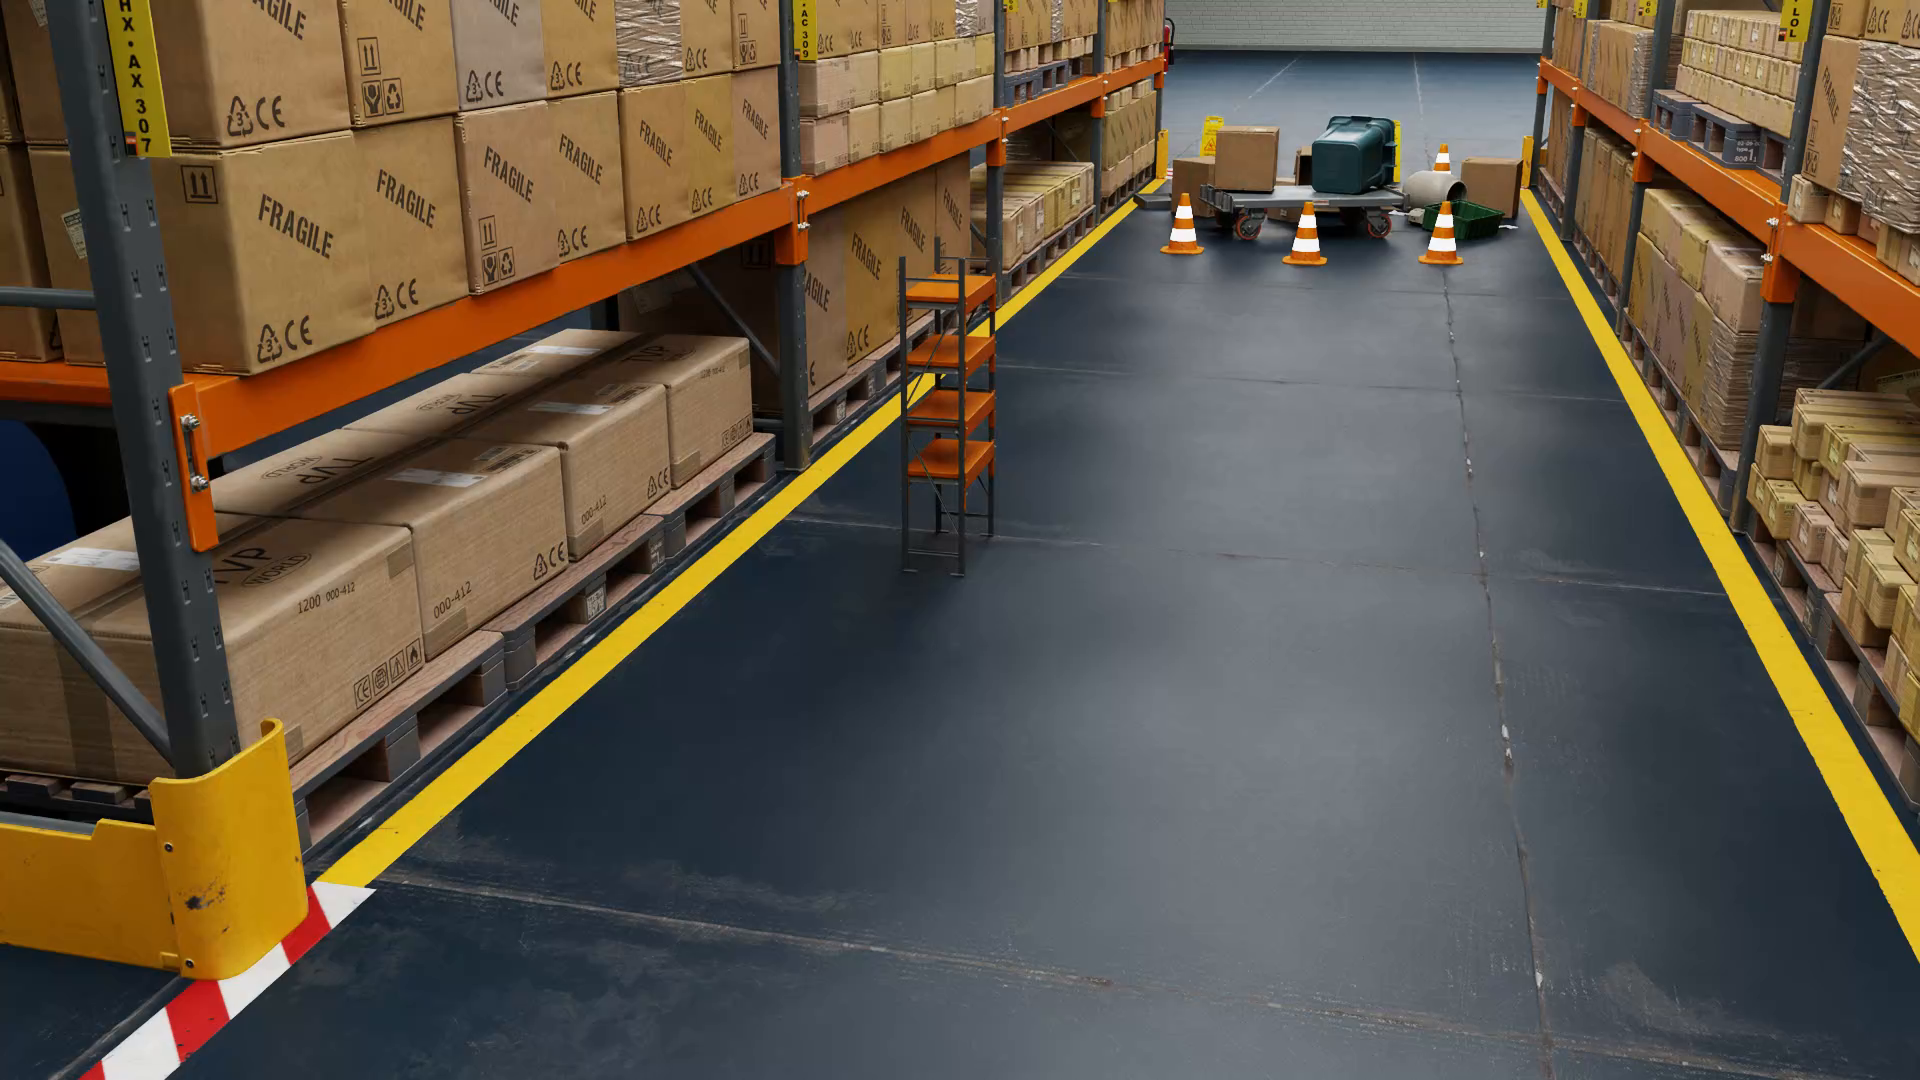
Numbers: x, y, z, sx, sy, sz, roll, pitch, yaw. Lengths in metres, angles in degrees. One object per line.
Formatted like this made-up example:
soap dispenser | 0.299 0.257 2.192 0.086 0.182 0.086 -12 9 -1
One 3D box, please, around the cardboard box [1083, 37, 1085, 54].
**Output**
cardboard box | 0.826 -4.100 13.790 0.380 0.149 0.250 4 19 12

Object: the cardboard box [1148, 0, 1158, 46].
cardboard box | 1.751 -5.378 17.178 0.500 0.500 0.500 5 19 14

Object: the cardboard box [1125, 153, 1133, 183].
cardboard box | 1.418 -3.681 16.427 0.500 0.250 0.500 4 19 13

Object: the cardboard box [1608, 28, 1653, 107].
cardboard box | 4.708 -3.194 11.245 0.500 0.500 0.500 4 19 12

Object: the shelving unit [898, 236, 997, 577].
shelving unit | -0.040 -0.516 6.342 0.258 1.200 0.503 5 19 13

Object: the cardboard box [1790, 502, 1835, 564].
cardboard box | 3.160 -0.014 5.847 0.380 0.149 0.250 5 19 13

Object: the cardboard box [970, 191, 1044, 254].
cardboard box | 0.109 -2.395 12.473 0.950 0.372 0.625 4 19 12

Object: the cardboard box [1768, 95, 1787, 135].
cardboard box | 3.667 -1.797 7.048 0.380 0.149 0.250 5 19 13

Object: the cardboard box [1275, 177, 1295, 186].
cardboard box | 3.382 -3.619 17.054 0.380 0.149 0.250 17 25 41

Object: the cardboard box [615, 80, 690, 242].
cardboard box | -1.283 -1.339 5.811 0.500 0.500 0.500 4 19 13

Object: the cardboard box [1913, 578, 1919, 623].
cardboard box | 2.736 0.188 4.336 0.380 0.149 0.250 5 20 15

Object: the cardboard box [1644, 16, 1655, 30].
cardboard box | 4.978 -3.652 11.037 0.700 0.500 0.500 4 19 13

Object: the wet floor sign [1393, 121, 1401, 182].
wet floor sign | 4.655 -4.231 18.075 0.267 0.644 0.232 1 19 4

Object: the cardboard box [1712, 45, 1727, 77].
cardboard box | 4.051 -2.431 8.442 0.380 0.149 0.250 5 19 13

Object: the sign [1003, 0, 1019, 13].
sign | 0.328 -3.536 10.609 0.100 0.325 0.005 5 19 13

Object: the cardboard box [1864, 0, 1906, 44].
cardboard box | 3.178 -1.794 5.136 0.500 0.500 0.500 4 19 12

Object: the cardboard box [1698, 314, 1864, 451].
cardboard box | 3.573 -0.686 7.272 0.500 0.500 0.500 4 19 12

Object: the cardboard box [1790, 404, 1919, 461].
cardboard box | 3.226 -0.376 5.988 0.380 0.149 0.250 6 20 16

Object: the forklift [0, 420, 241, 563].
forklift | -3.307 -1.211 5.699 1.130 2.935 3.031 5 19 14

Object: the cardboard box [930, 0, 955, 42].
cardboard box | -0.329 -3.052 9.281 0.500 0.500 0.500 5 19 13

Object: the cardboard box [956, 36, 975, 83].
cardboard box | -0.205 -2.864 9.890 0.500 0.250 0.500 4 19 12

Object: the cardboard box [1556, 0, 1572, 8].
cardboard box | 6.126 -5.304 15.672 0.875 0.550 0.550 5 19 13

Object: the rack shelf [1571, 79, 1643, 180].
rack shelf | 5.102 -2.958 11.821 1.077 0.370 4.000 5 19 13

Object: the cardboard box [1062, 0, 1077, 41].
cardboard box | 0.624 -4.192 13.055 0.500 0.500 0.500 5 20 15

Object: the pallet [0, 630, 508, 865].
pallet | -2.047 0.539 4.783 1.003 0.211 1.213 5 19 13

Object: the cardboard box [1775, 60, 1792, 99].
cardboard box | 3.668 -1.939 7.003 0.380 0.149 0.250 6 20 16

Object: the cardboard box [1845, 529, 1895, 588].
cardboard box | 2.956 0.088 5.089 0.380 0.149 0.250 5 19 13

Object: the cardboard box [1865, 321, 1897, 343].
cardboard box | 4.073 -1.000 7.031 0.500 0.250 0.500 4 19 11

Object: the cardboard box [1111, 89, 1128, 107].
cardboard box | 1.384 -4.203 15.794 0.380 0.149 0.250 5 20 15

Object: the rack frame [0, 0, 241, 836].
rack frame | -2.166 -0.524 3.580 1.000 3.000 0.127 5 19 13

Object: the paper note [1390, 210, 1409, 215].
paper note | 4.148 -3.087 15.690 0.172 0.023 0.155 12 22 32

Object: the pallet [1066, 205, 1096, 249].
pallet | 0.577 -2.721 14.328 1.003 0.211 1.213 5 19 13

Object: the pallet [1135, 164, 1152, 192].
pallet | 1.492 -3.943 17.906 1.003 0.211 1.213 5 19 13

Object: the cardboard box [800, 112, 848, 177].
cardboard box | -0.825 -1.823 7.617 0.500 0.250 0.500 4 19 12

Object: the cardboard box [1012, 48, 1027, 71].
cardboard box | 0.262 -3.366 11.641 0.380 0.149 0.250 3 19 10

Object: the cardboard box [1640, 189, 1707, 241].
cardboard box | 4.210 -1.846 9.507 0.500 0.250 0.500 4 19 11

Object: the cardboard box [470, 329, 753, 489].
cardboard box | -1.446 -0.575 7.045 0.875 0.438 0.875 4 19 13

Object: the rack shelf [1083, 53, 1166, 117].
rack shelf | 1.255 -4.571 16.543 1.077 0.370 4.000 5 19 13

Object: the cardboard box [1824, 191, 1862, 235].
cardboard box | 3.258 -1.149 5.801 0.380 0.149 0.250 5 20 15

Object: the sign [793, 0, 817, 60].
sign | -0.650 -2.181 6.971 0.100 0.325 0.005 5 19 13

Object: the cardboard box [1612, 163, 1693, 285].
cardboard box | 4.849 -1.990 10.703 1.050 0.750 0.750 4 19 13

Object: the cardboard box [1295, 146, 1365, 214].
cardboard box | 3.549 -3.377 15.587 0.797 0.637 0.503 5 19 13

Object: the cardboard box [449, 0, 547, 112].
cardboard box | -1.535 -1.497 4.727 0.500 0.500 0.500 5 19 13

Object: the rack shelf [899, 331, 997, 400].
rack shelf | -0.040 -0.664 6.291 0.258 0.148 0.480 5 19 13

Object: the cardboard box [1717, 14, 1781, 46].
cardboard box | 4.056 -2.575 8.404 0.380 0.149 0.250 6 20 16

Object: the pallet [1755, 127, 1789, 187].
pallet | 3.964 -1.555 6.897 1.003 0.211 1.213 5 19 13

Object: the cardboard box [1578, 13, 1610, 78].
cardboard box | 5.669 -4.113 13.857 0.875 0.550 0.550 5 19 13

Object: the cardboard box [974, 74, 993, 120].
cardboard box | -0.083 -2.781 10.421 0.500 0.250 0.500 4 19 11

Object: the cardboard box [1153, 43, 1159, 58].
cardboard box | 1.905 -5.197 17.652 0.380 0.149 0.250 4 19 13

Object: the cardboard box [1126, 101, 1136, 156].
cardboard box | 1.420 -4.032 16.295 0.500 0.500 0.500 6 20 16

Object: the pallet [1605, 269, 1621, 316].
pallet | 4.879 -1.593 11.026 1.003 0.211 1.213 5 19 13

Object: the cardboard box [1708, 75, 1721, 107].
cardboard box | 4.050 -2.290 8.491 0.380 0.149 0.250 5 20 15

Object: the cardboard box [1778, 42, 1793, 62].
cardboard box | 3.675 -2.086 6.972 0.380 0.149 0.250 4 19 12
